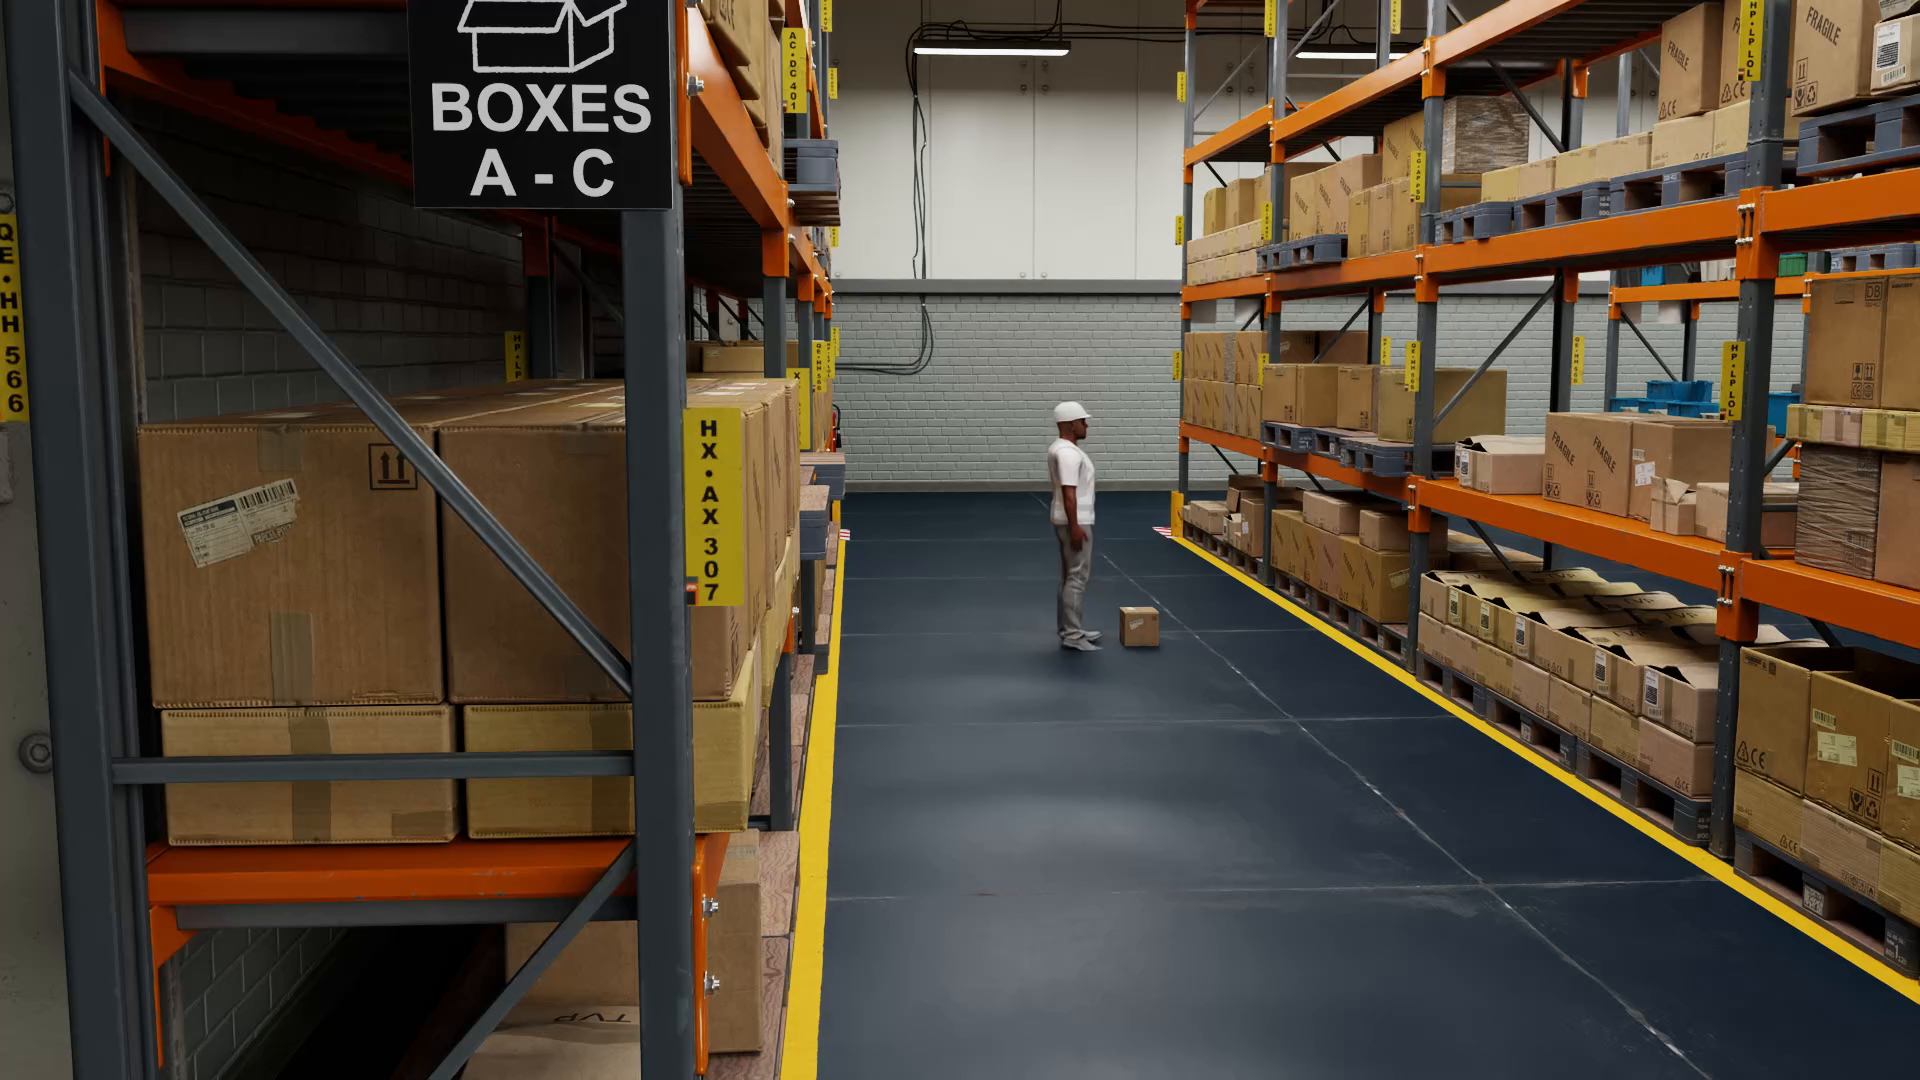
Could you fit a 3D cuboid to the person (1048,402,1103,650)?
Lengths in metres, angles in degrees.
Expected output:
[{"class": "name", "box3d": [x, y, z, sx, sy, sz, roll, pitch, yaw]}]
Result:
[{"class": "person", "box3d": [0.844, -0.099, 12.091, 0.409, 1.805, 0.575, 0, 7, -3]}]
